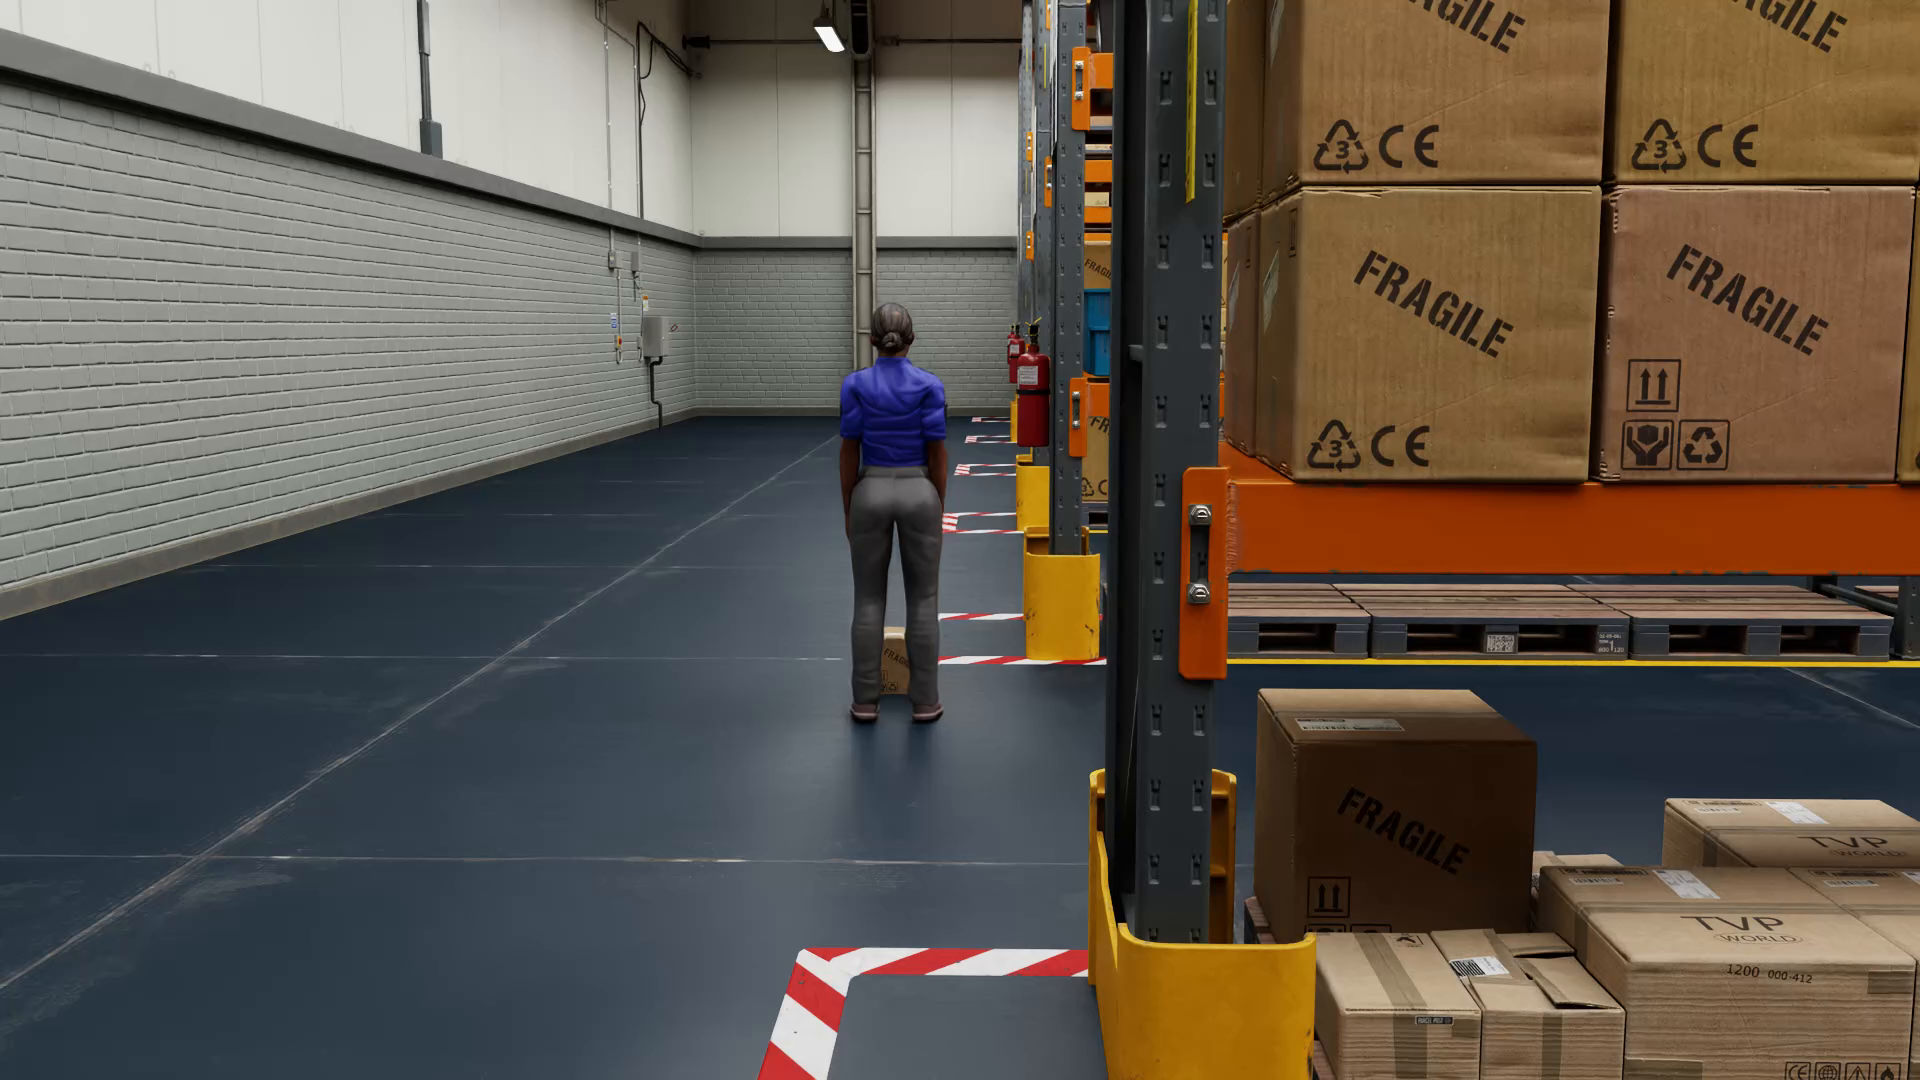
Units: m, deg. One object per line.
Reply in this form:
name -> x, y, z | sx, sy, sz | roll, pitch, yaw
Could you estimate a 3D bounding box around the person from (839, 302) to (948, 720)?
person -> -0.265, -0.110, 6.634 | 0.435, 1.659, 0.309 | 0, 7, 3
